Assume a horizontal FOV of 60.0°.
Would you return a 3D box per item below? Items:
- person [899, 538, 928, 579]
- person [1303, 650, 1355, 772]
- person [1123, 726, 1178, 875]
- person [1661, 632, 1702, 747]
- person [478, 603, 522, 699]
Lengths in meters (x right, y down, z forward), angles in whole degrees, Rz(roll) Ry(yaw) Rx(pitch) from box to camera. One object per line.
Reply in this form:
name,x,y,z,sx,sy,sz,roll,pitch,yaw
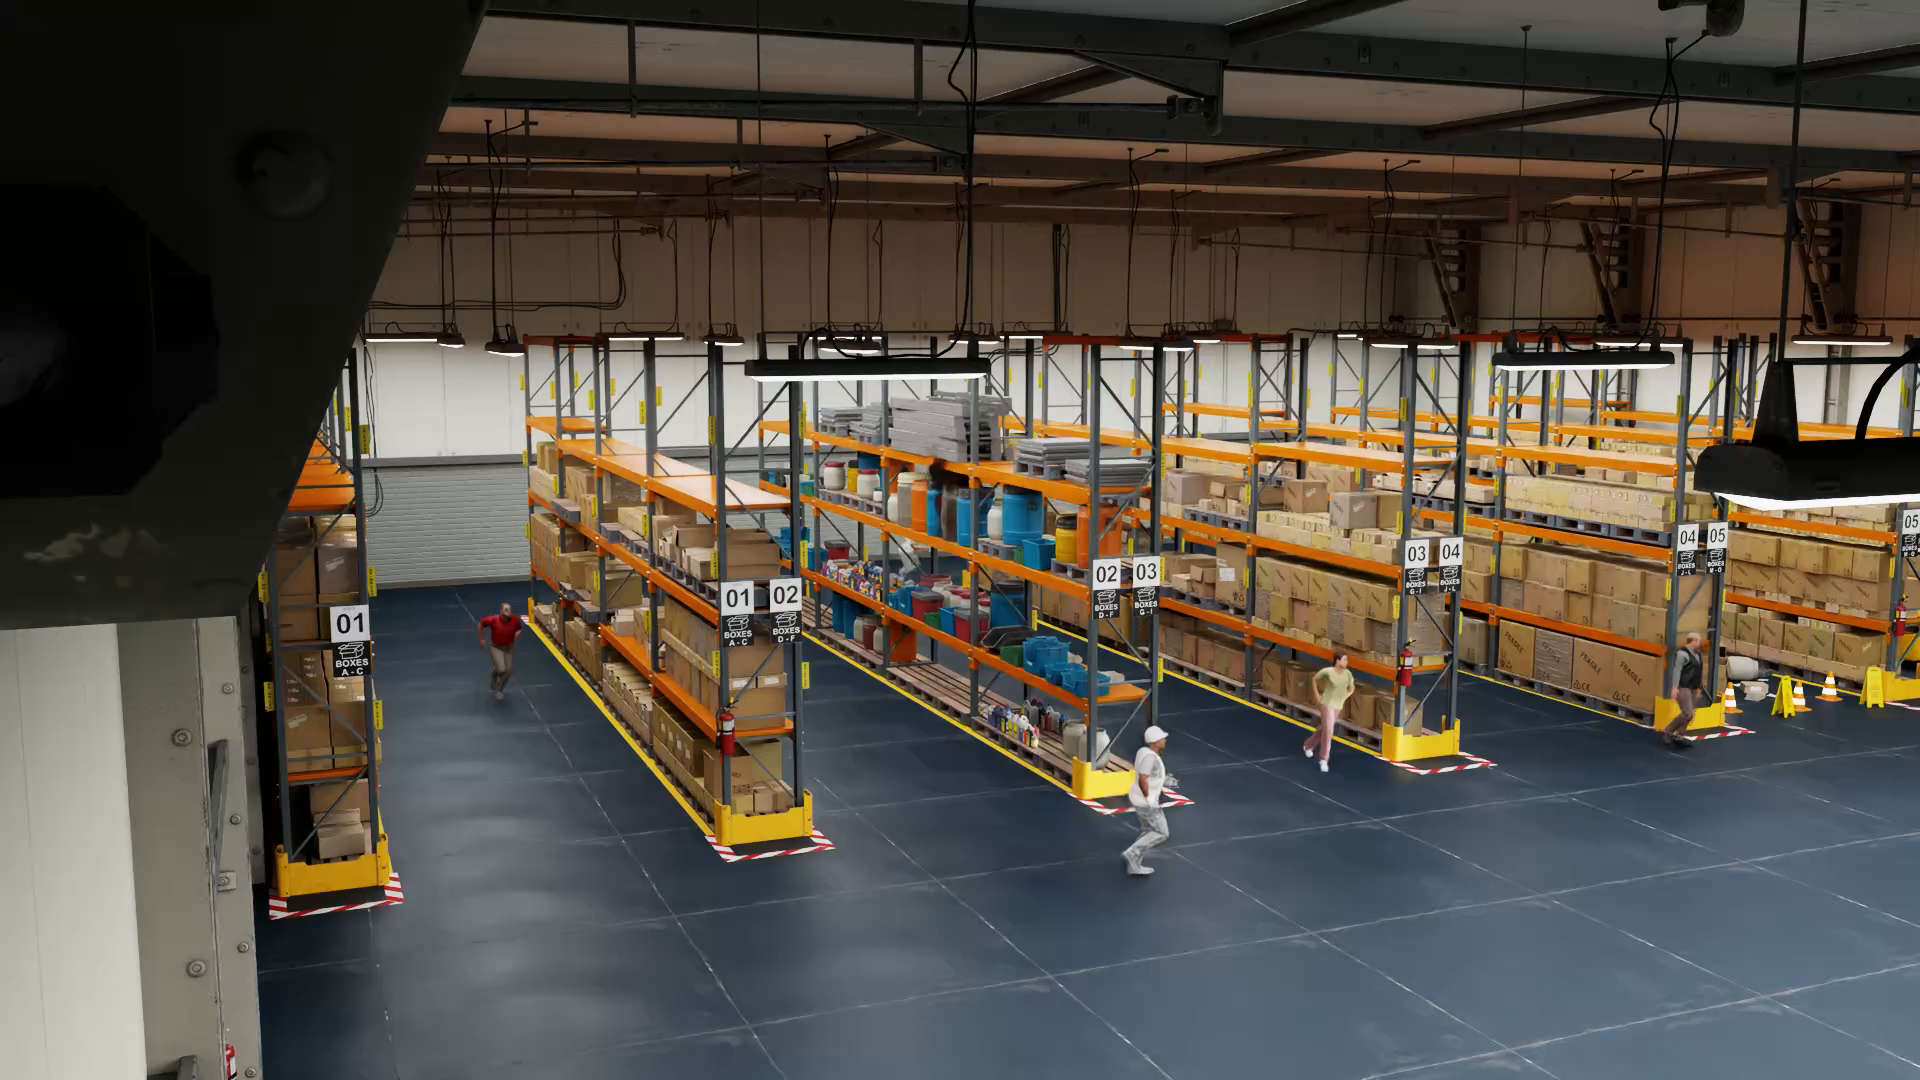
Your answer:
person,-1.119,0.326,39.585,0.796,1.507,0.636,1,8,10
person,5.278,2.375,23.722,0.721,1.638,0.858,-3,8,-22
person,2.188,2.970,18.910,0.673,1.723,0.688,0,8,-3
person,10.706,2.207,24.594,0.663,1.708,0.456,-7,10,-43
person,-7.605,1.850,27.664,0.660,1.651,0.737,-6,10,-39
